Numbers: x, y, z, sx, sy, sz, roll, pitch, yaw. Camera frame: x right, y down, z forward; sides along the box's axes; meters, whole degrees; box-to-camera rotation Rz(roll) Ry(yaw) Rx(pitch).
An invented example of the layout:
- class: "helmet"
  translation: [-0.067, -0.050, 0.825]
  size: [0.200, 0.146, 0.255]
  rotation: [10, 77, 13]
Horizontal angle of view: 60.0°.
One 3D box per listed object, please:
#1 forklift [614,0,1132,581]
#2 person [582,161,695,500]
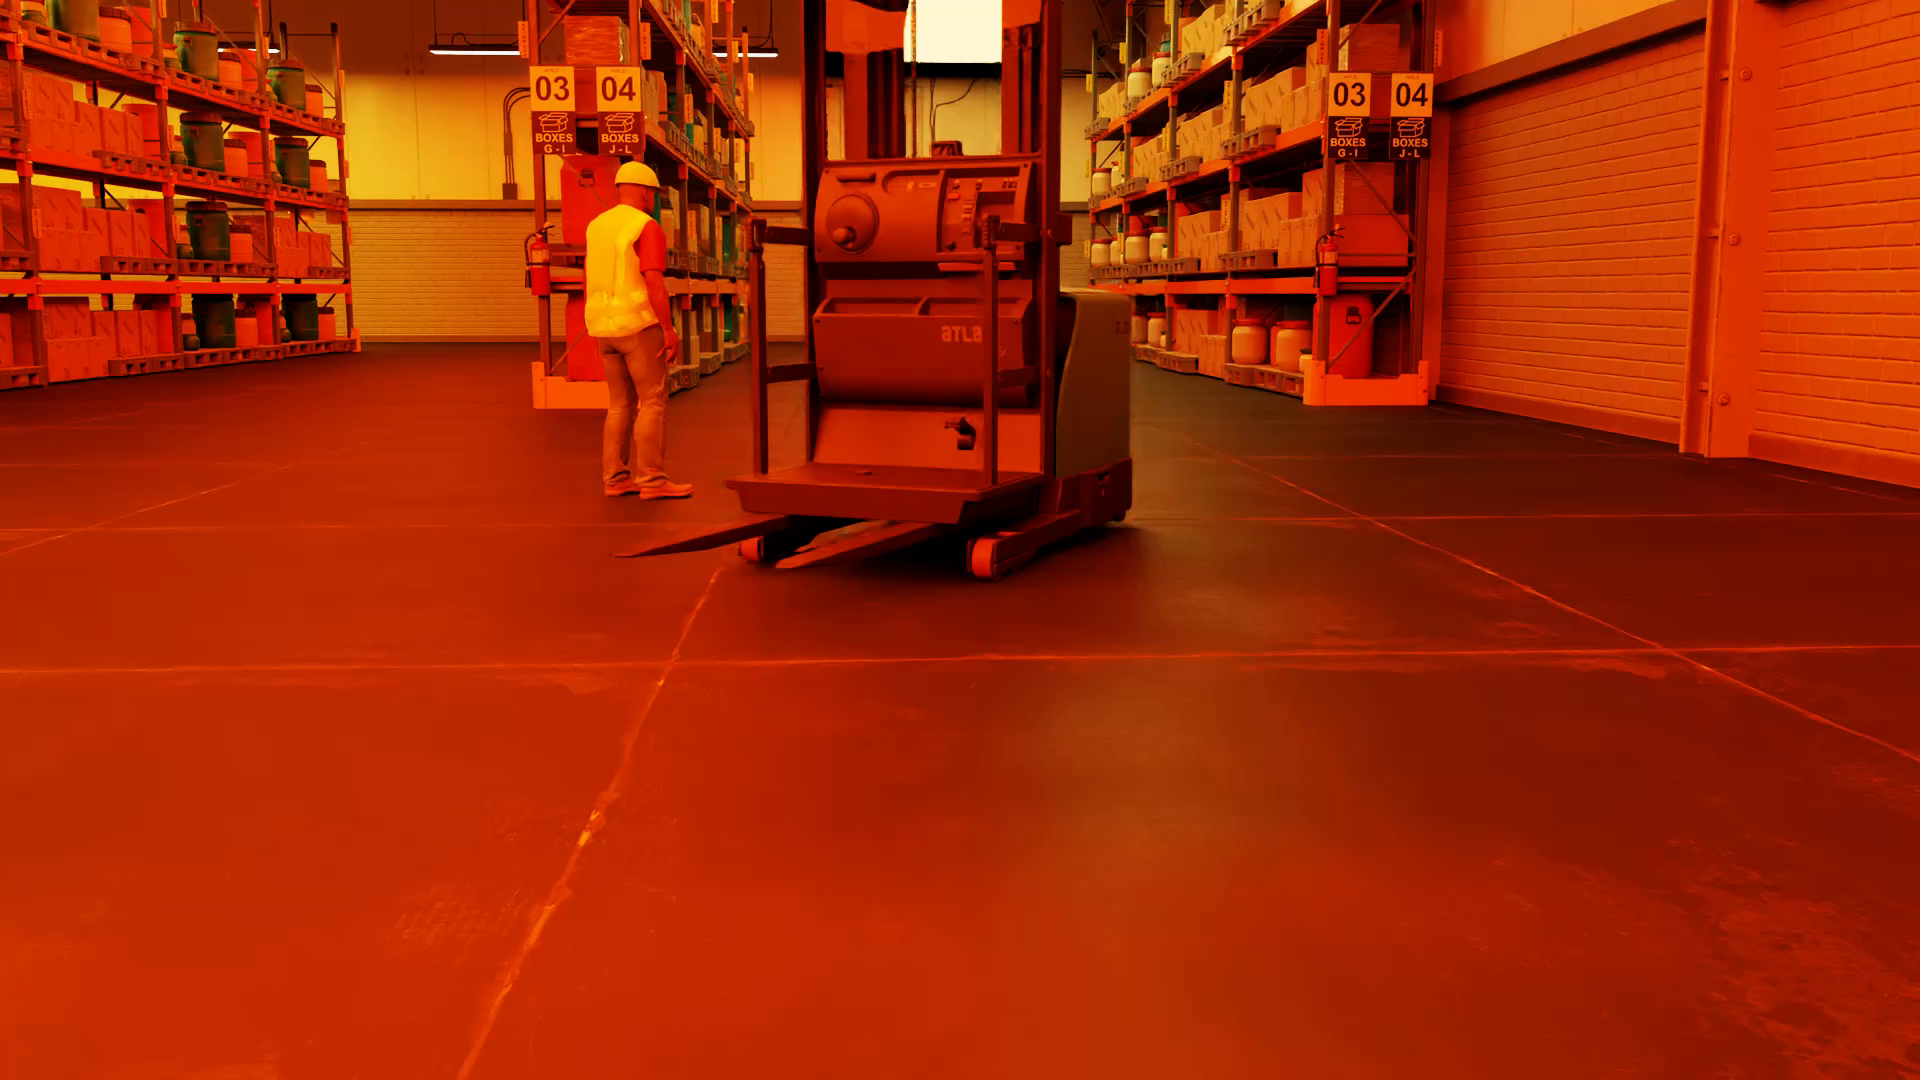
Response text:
- class: "forklift"
  translation: [-0.238, -1.366, 6.527]
  size: [1.130, 2.935, 3.031]
  rotation: [4, 9, 23]
- class: "person"
  translation: [-1.724, -1.108, 8.794]
  size: [0.631, 1.759, 0.462]
  rotation: [7, 11, 40]
